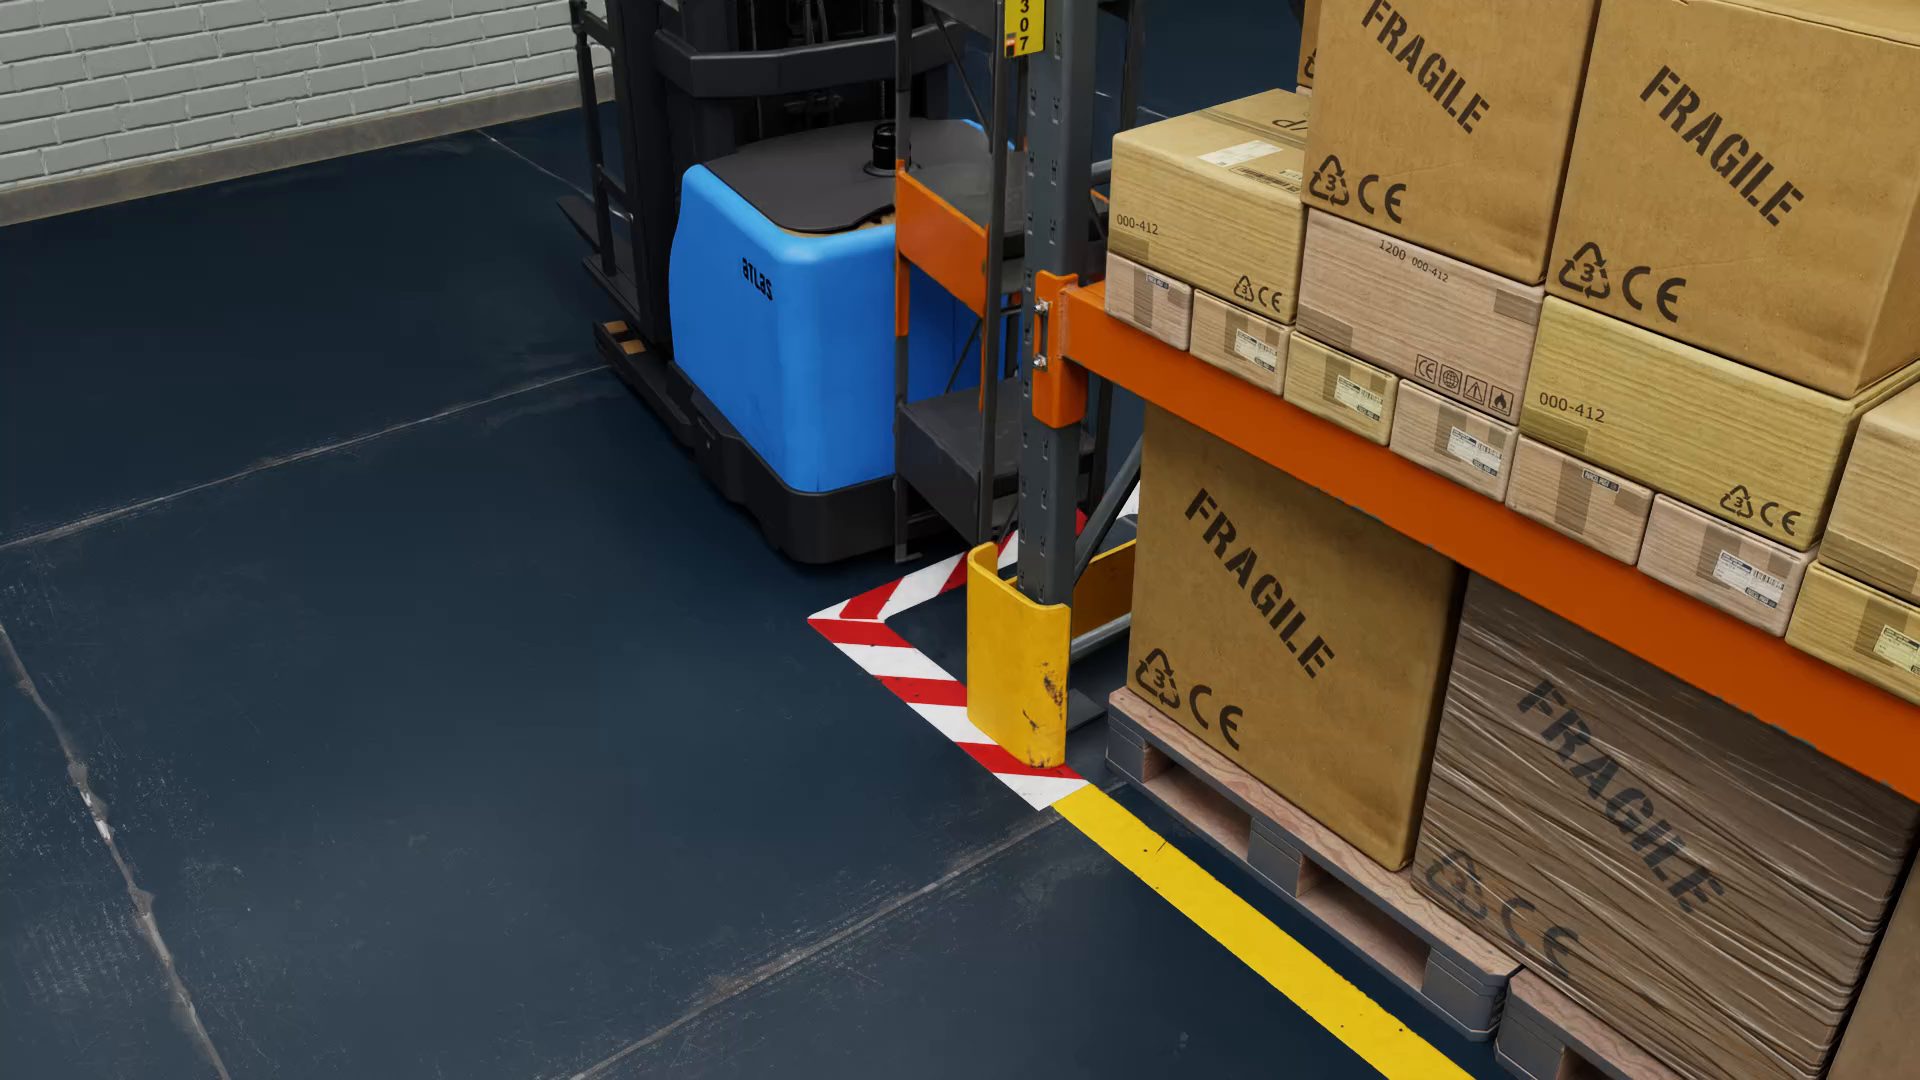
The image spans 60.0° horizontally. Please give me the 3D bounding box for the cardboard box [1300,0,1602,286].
[{"bbox_3d":[0.962,-0.804,2.851,0.500,0.500,0.500,-23,39,-32],"label":"cardboard box"}]

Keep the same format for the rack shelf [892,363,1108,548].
[{"bbox_3d":[0.105,-0.137,4.811,0.431,0.518,0.480,-16,38,-25],"label":"rack shelf"}]

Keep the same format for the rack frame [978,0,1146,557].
[{"bbox_3d":[0.242,-0.608,4.238,0.400,2.100,0.015,-16,38,-25],"label":"rack frame"}]

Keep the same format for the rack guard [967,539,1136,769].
[{"bbox_3d":[0.559,0.133,4.561,1.175,0.500,0.348,-22,38,-31],"label":"rack guard"}]

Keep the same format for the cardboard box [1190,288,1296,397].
[{"bbox_3d":[0.689,-0.451,3.371,0.380,0.149,0.250,-23,38,-32],"label":"cardboard box"}]

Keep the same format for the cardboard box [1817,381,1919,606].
[{"bbox_3d":[1.608,-0.053,2.352,0.500,0.250,0.500,-23,39,-32],"label":"cardboard box"}]

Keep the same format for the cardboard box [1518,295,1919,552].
[{"bbox_3d":[1.284,-0.269,2.700,0.500,0.250,0.500,-24,39,-33],"label":"cardboard box"}]

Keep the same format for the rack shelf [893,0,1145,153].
[{"bbox_3d":[0.139,-1.298,4.029,0.431,0.518,0.480,-16,38,-25],"label":"rack shelf"}]

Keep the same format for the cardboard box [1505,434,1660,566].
[{"bbox_3d":[1.163,-0.129,2.853,0.380,0.149,0.250,-23,39,-32],"label":"cardboard box"}]

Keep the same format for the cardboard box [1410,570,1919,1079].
[{"bbox_3d":[1.588,0.426,3.337,0.875,0.875,0.875,-22,38,-31],"label":"cardboard box"}]

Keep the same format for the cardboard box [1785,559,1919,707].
[{"bbox_3d":[1.475,0.084,2.511,0.380,0.149,0.250,-23,39,-33],"label":"cardboard box"}]

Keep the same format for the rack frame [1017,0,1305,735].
[{"bbox_3d":[0.574,-0.918,3.886,1.000,3.000,0.127,-22,38,-31],"label":"rack frame"}]

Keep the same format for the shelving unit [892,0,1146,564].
[{"bbox_3d":[0.122,-0.729,4.412,0.431,2.100,0.503,-16,38,-25],"label":"shelving unit"}]

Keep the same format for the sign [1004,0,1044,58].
[{"bbox_3d":[0.132,-1.143,3.351,0.100,0.325,0.005,-22,38,-31],"label":"sign"}]

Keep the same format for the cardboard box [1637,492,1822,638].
[{"bbox_3d":[1.321,-0.022,2.680,0.380,0.149,0.250,-23,38,-32],"label":"cardboard box"}]

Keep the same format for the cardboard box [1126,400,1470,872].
[{"bbox_3d":[1.030,0.047,3.948,0.875,0.875,0.875,-22,38,-31],"label":"cardboard box"}]

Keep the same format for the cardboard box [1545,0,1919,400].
[{"bbox_3d":[1.284,-0.590,2.506,0.500,0.500,0.500,-23,39,-33],"label":"cardboard box"}]

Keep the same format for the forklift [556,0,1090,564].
[{"bbox_3d":[-0.734,-1.925,5.572,1.130,2.935,3.031,-16,35,-24],"label":"forklift"}]

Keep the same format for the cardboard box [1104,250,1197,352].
[{"bbox_3d":[0.531,-0.557,3.542,0.380,0.149,0.250,-22,38,-31],"label":"cardboard box"}]

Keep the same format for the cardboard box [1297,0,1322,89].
[{"bbox_3d":[1.080,-1.182,3.459,0.500,0.500,0.500,-22,38,-31],"label":"cardboard box"}]

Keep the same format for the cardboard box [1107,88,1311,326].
[{"bbox_3d":[0.655,-0.694,3.384,0.500,0.250,0.500,-23,39,-33],"label":"cardboard box"}]

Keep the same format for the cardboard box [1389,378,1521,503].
[{"bbox_3d":[1.008,-0.236,3.025,0.380,0.149,0.250,-23,39,-32],"label":"cardboard box"}]

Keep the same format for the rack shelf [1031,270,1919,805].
[{"bbox_3d":[1.800,0.221,2.734,1.077,0.370,4.000,-22,38,-31],"label":"rack shelf"}]

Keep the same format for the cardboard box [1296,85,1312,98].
[{"bbox_3d":[1.081,-0.865,3.660,0.500,0.250,0.500,-23,39,-32],"label":"cardboard box"}]

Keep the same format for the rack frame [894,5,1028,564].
[{"bbox_3d":[0.002,-0.850,4.587,0.400,2.100,0.015,-16,38,-25],"label":"rack frame"}]

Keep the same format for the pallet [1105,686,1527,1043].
[{"bbox_3d":[1.126,0.574,4.126,1.003,0.211,1.213,-22,38,-31],"label":"pallet"}]

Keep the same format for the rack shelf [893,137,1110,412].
[{"bbox_3d":[0.122,-0.718,4.420,0.431,0.518,0.480,-16,38,-25],"label":"rack shelf"}]

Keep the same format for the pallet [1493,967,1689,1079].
[{"bbox_3d":[1.870,1.082,3.308,1.003,0.211,1.213,-22,38,-31],"label":"pallet"}]

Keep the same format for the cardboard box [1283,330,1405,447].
[{"bbox_3d":[0.847,-0.344,3.199,0.380,0.149,0.250,-23,39,-32],"label":"cardboard box"}]

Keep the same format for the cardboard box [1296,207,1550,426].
[{"bbox_3d":[0.979,-0.479,3.039,0.500,0.250,0.500,-23,38,-32],"label":"cardboard box"}]
